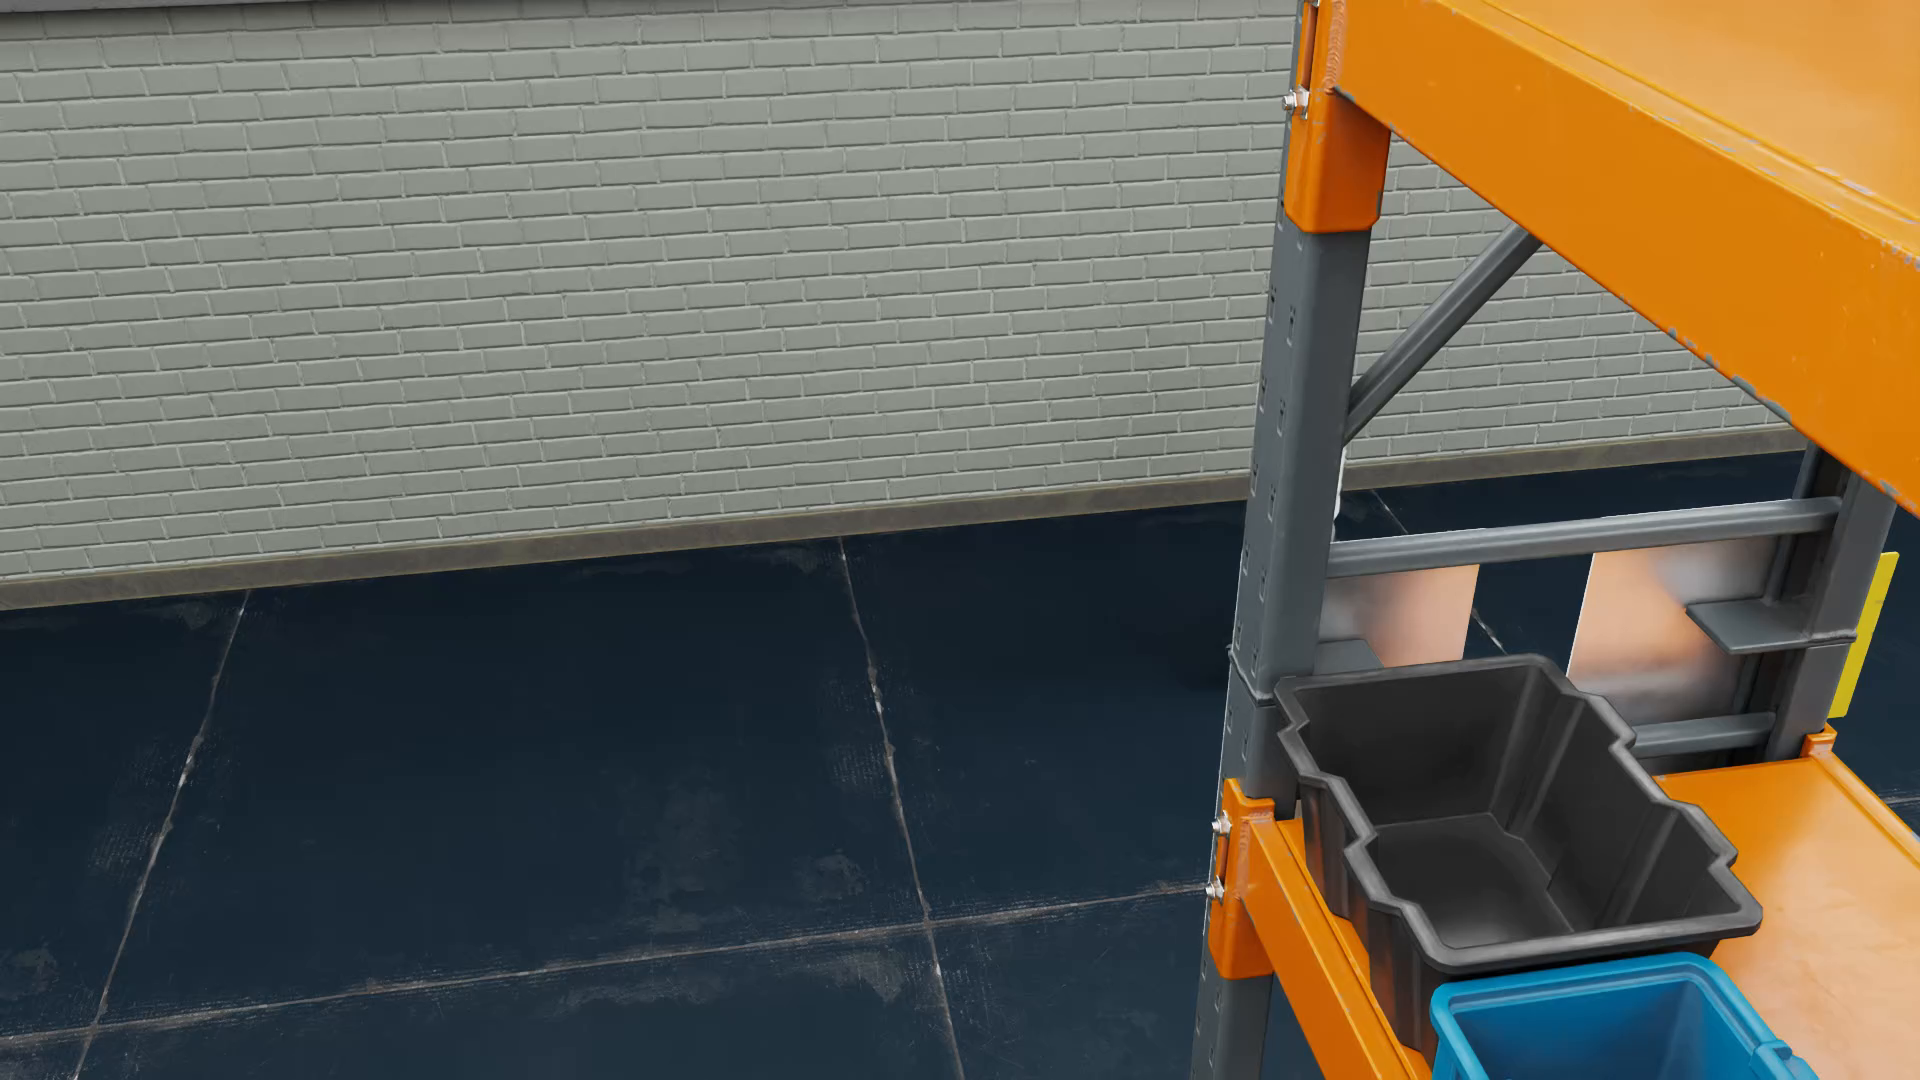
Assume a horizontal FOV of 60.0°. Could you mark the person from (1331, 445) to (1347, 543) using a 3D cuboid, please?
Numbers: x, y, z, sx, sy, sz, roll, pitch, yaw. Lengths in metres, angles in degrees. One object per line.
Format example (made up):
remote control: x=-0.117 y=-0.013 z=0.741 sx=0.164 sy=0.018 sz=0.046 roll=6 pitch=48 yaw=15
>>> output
person: x=1.506 y=-0.151 z=7.405 sx=0.370 sy=1.790 sz=0.563 roll=-5 pitch=31 yaw=-8
